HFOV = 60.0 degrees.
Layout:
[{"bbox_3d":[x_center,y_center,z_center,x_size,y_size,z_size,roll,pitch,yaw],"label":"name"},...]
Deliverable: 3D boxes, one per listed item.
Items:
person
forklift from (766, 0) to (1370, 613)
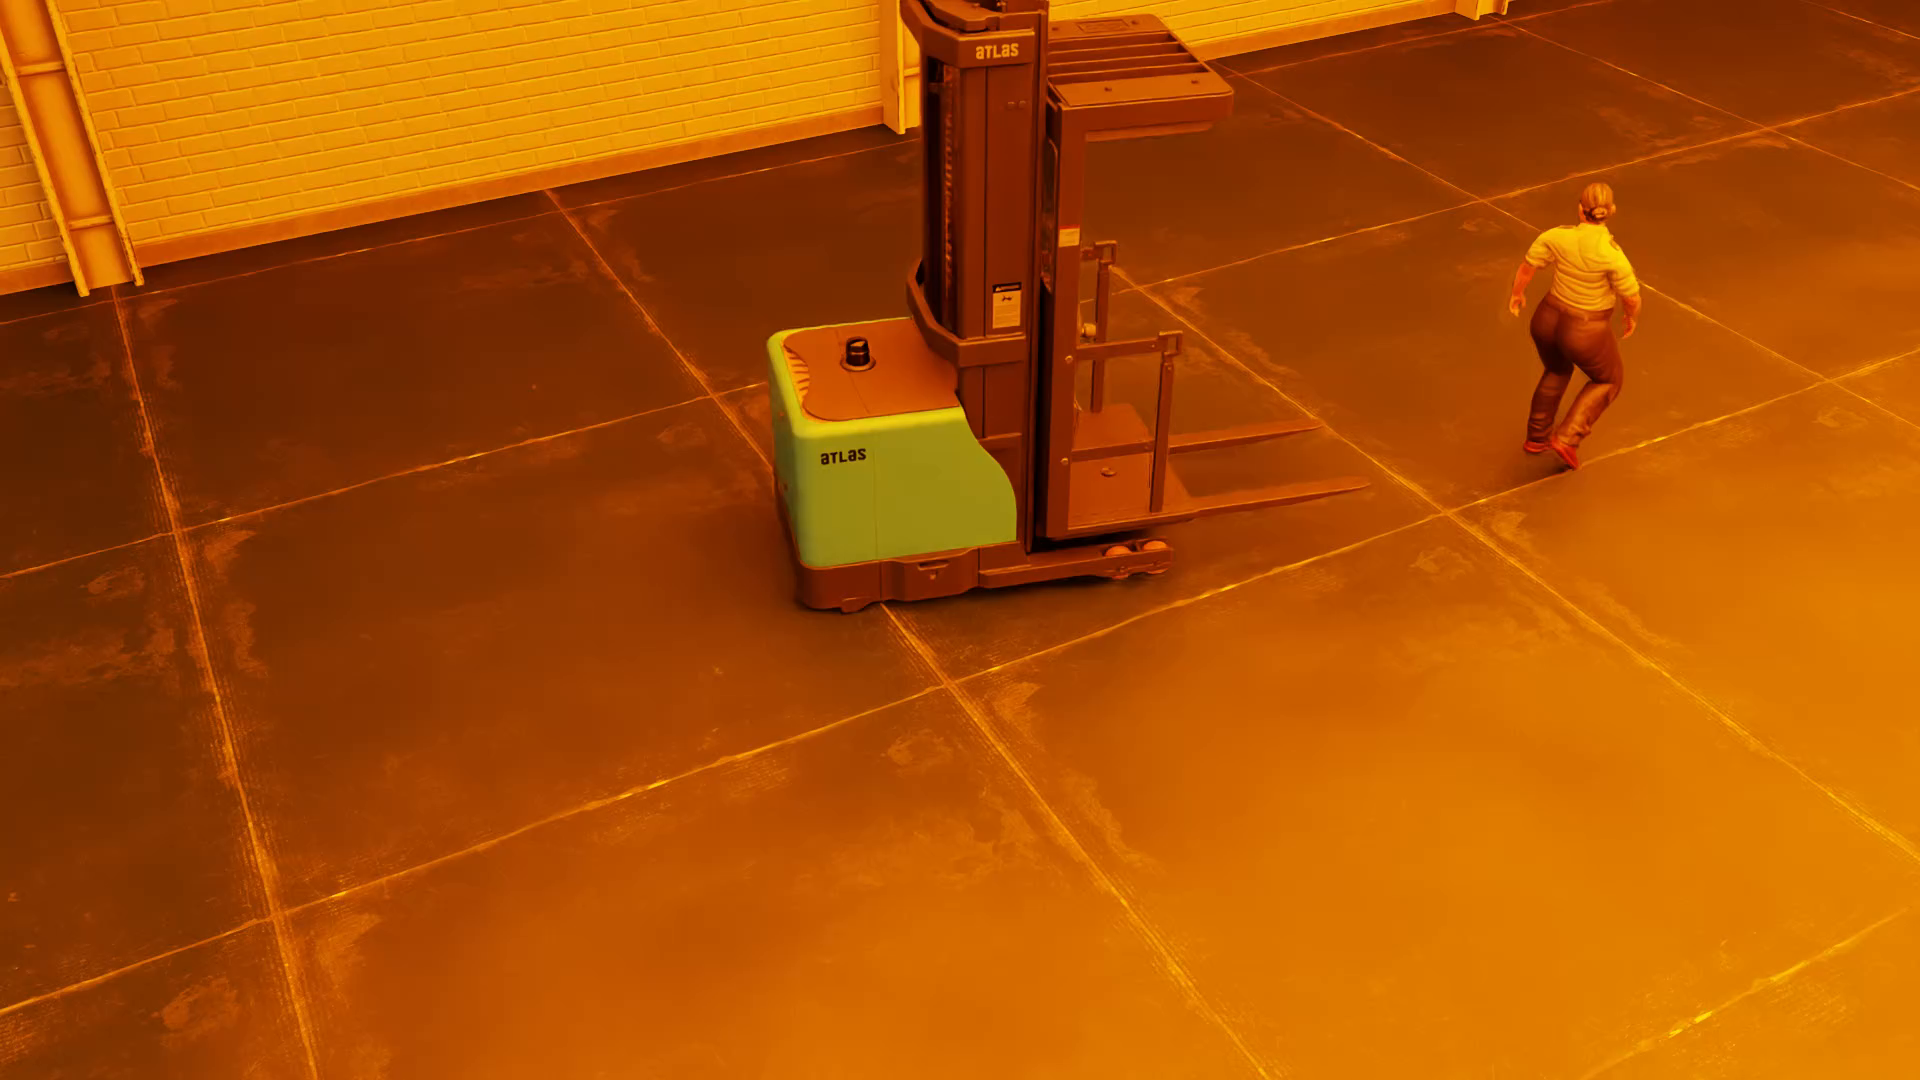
[{"bbox_3d":[3.277,-1.164,8.920,0.453,1.619,0.710,-23,41,-29],"label":"person"},{"bbox_3d":[0.597,-1.288,7.945,3.031,2.935,1.130,-8,36,-11],"label":"forklift"}]
